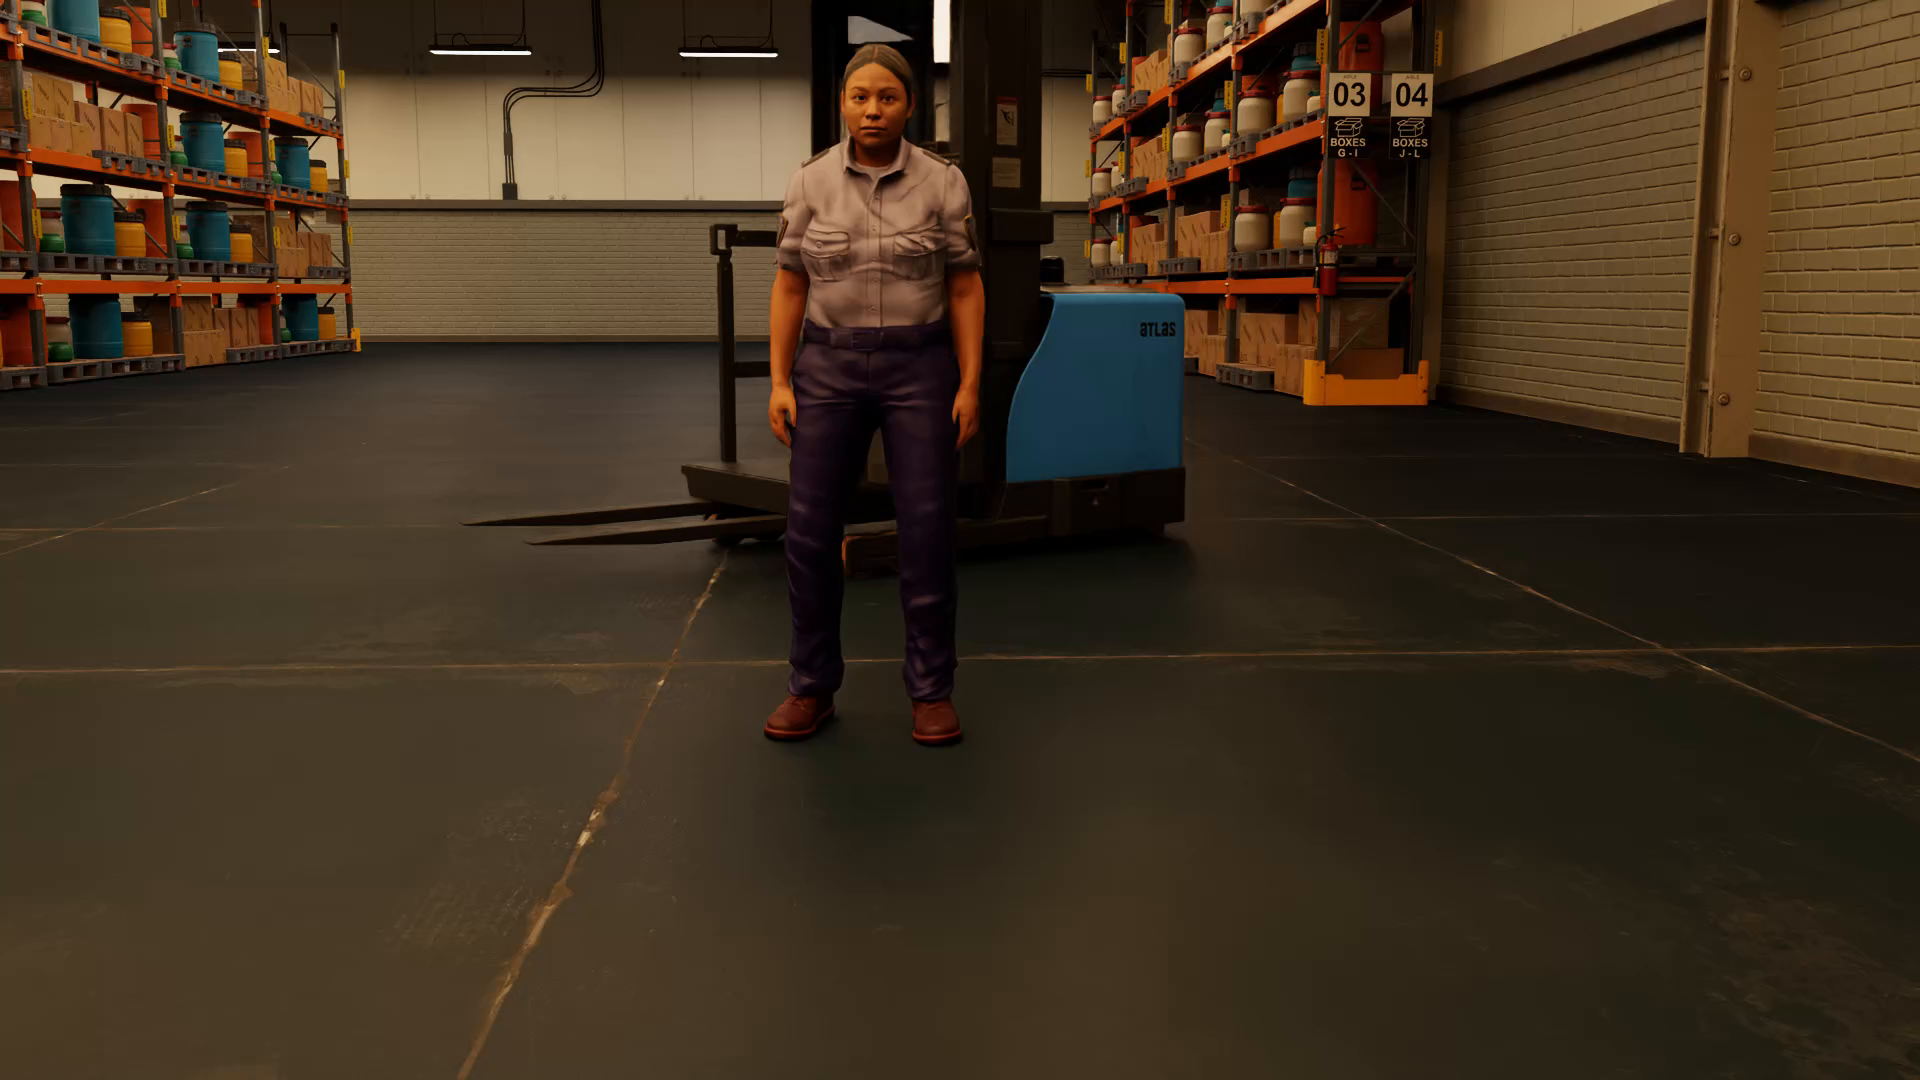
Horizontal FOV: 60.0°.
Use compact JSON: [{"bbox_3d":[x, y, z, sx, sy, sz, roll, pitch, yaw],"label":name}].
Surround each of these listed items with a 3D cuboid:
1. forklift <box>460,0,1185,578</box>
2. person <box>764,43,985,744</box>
[{"bbox_3d":[-0.476,-1.392,6.708,3.031,2.935,1.130,-6,11,-37],"label":"forklift"},{"bbox_3d":[-0.208,-0.348,4.052,0.533,1.653,0.376,1,8,4],"label":"person"}]
